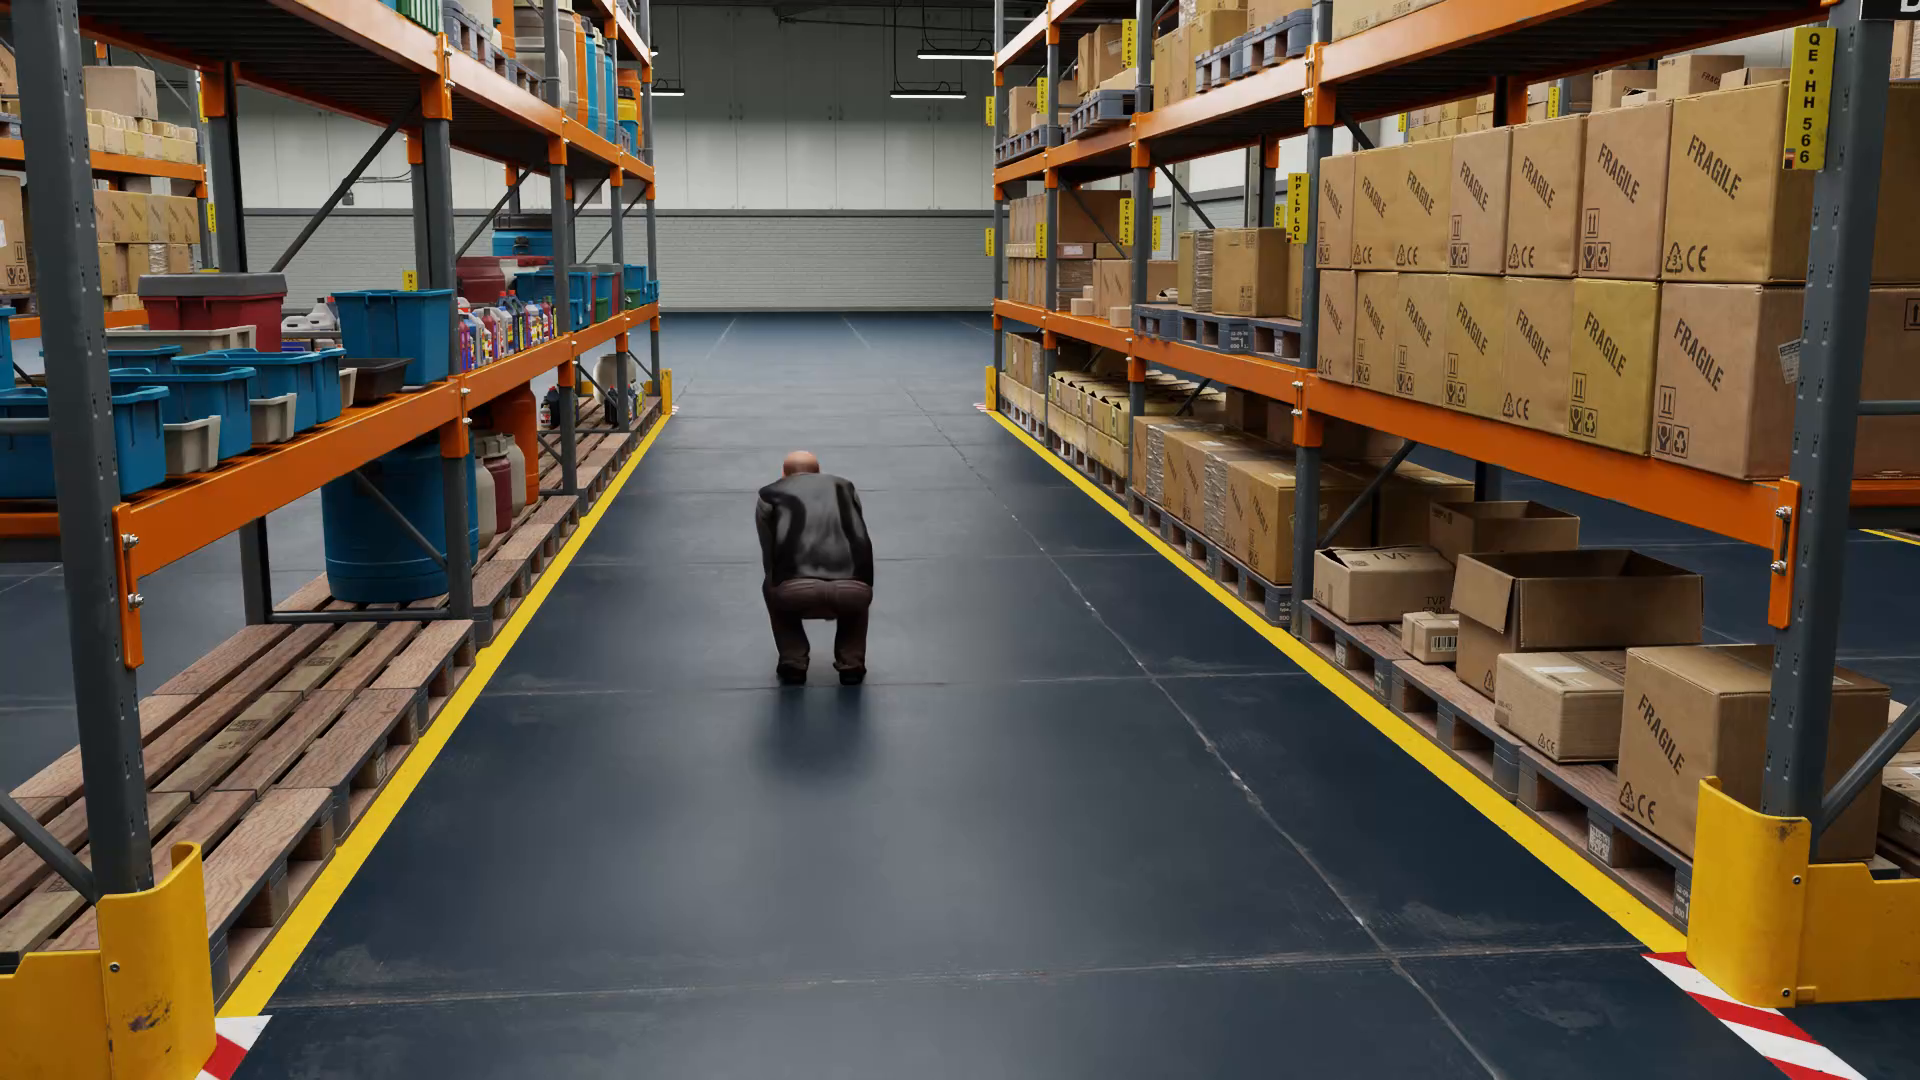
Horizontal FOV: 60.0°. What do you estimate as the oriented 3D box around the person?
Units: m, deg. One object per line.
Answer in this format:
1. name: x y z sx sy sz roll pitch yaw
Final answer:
1. person: -0.651 0.129 7.462 0.519 0.968 0.852 -1 10 -7
